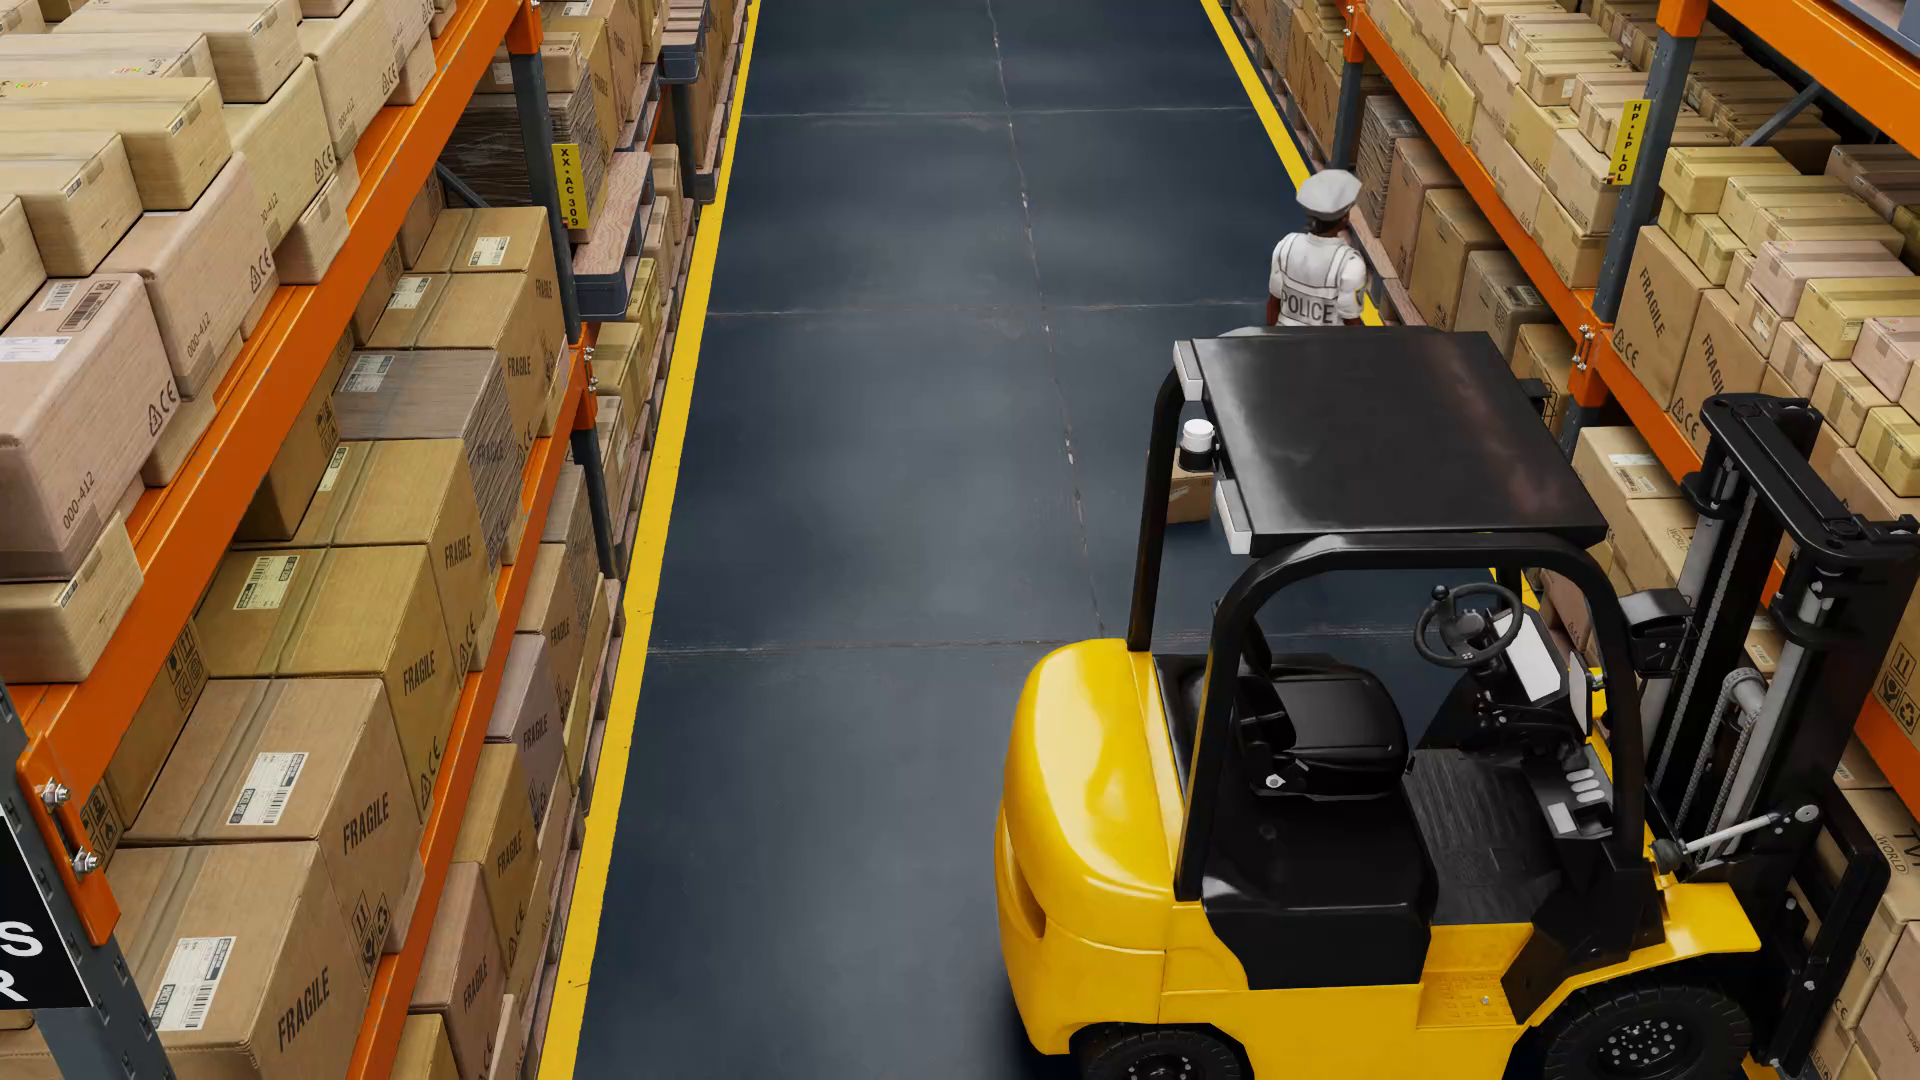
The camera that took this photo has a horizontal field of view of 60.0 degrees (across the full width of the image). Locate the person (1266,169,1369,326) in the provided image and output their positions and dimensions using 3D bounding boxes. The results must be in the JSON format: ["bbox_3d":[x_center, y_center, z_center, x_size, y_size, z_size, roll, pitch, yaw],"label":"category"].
[{"bbox_3d":[1.548,-0.763,7.276,0.455,1.785,0.392,27,43,32],"label":"person"}]
